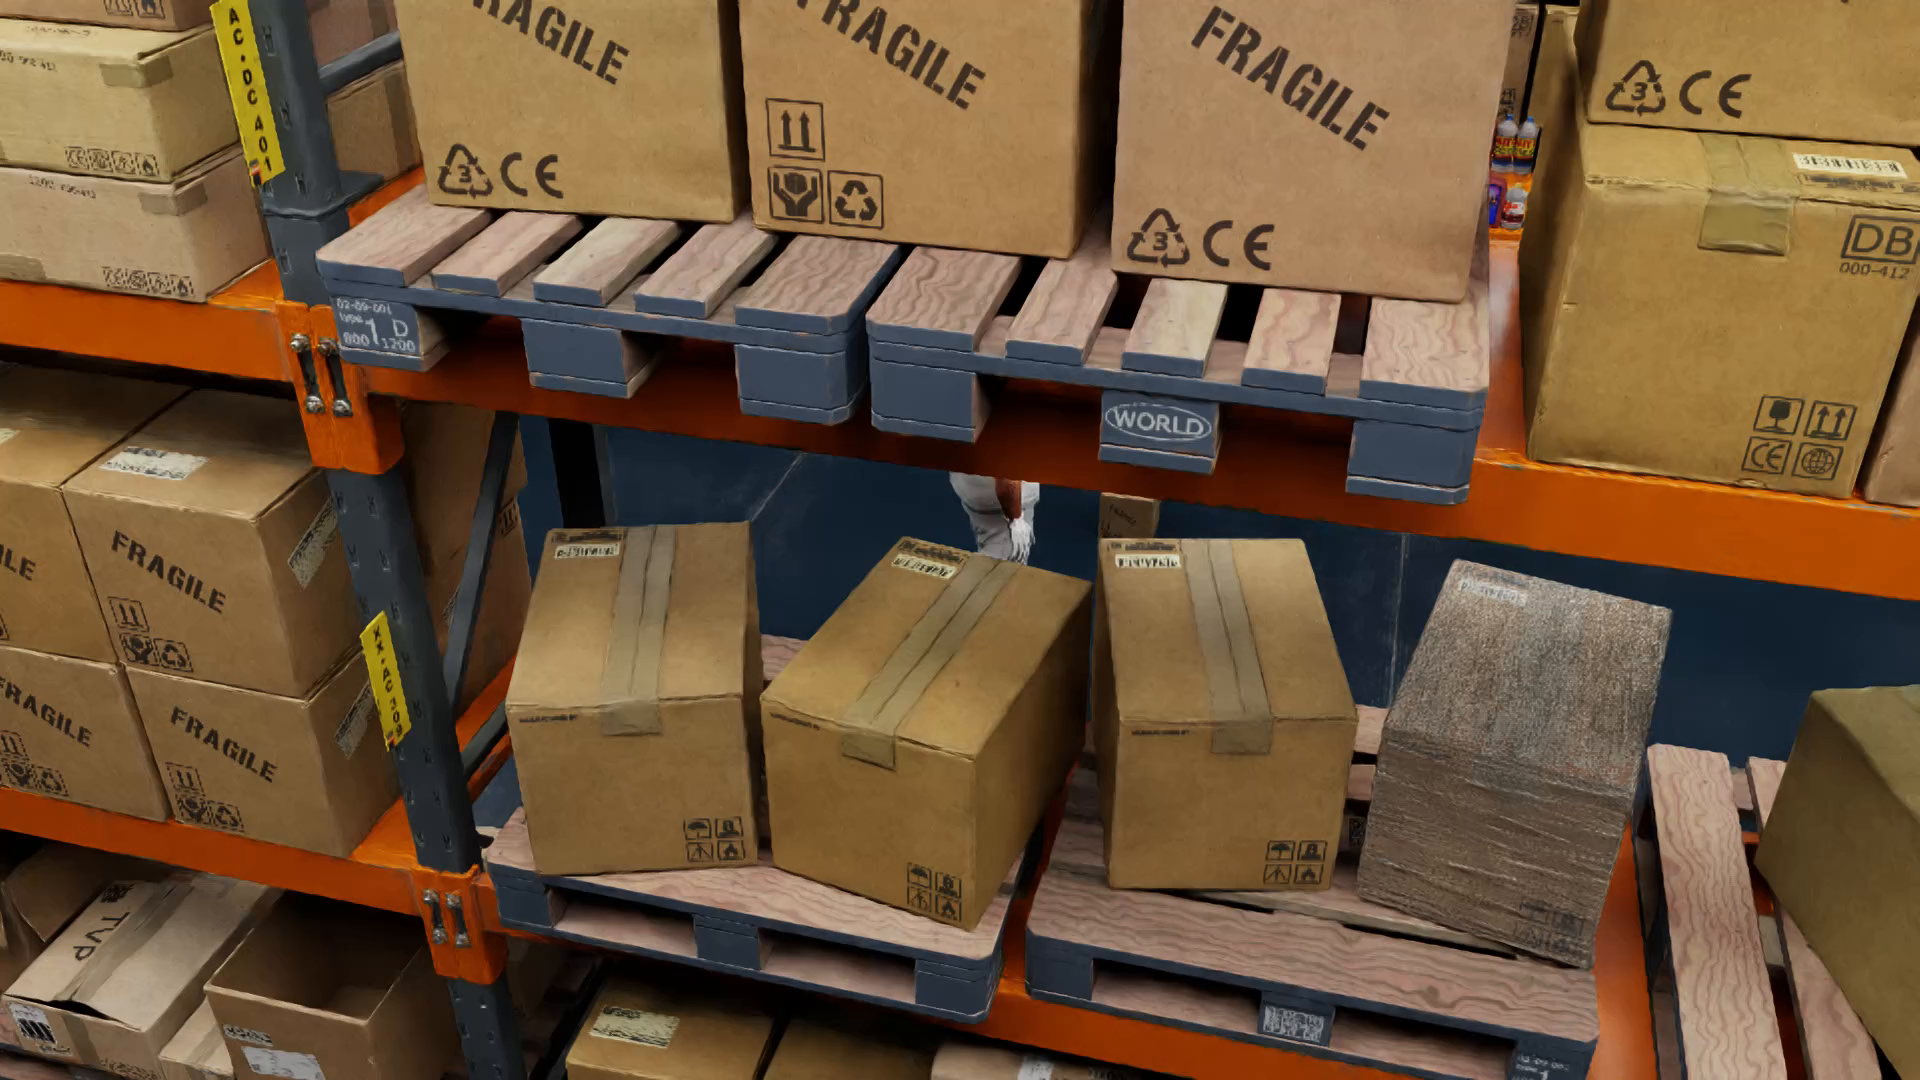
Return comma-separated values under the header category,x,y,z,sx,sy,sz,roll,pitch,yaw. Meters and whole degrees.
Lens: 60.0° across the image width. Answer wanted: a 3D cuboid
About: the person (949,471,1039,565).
category,x,y,z,sx,sy,sz,roll,pitch,yaw
person,0.082,-0.129,6.343,0.508,1.756,0.721,-11,34,-16
